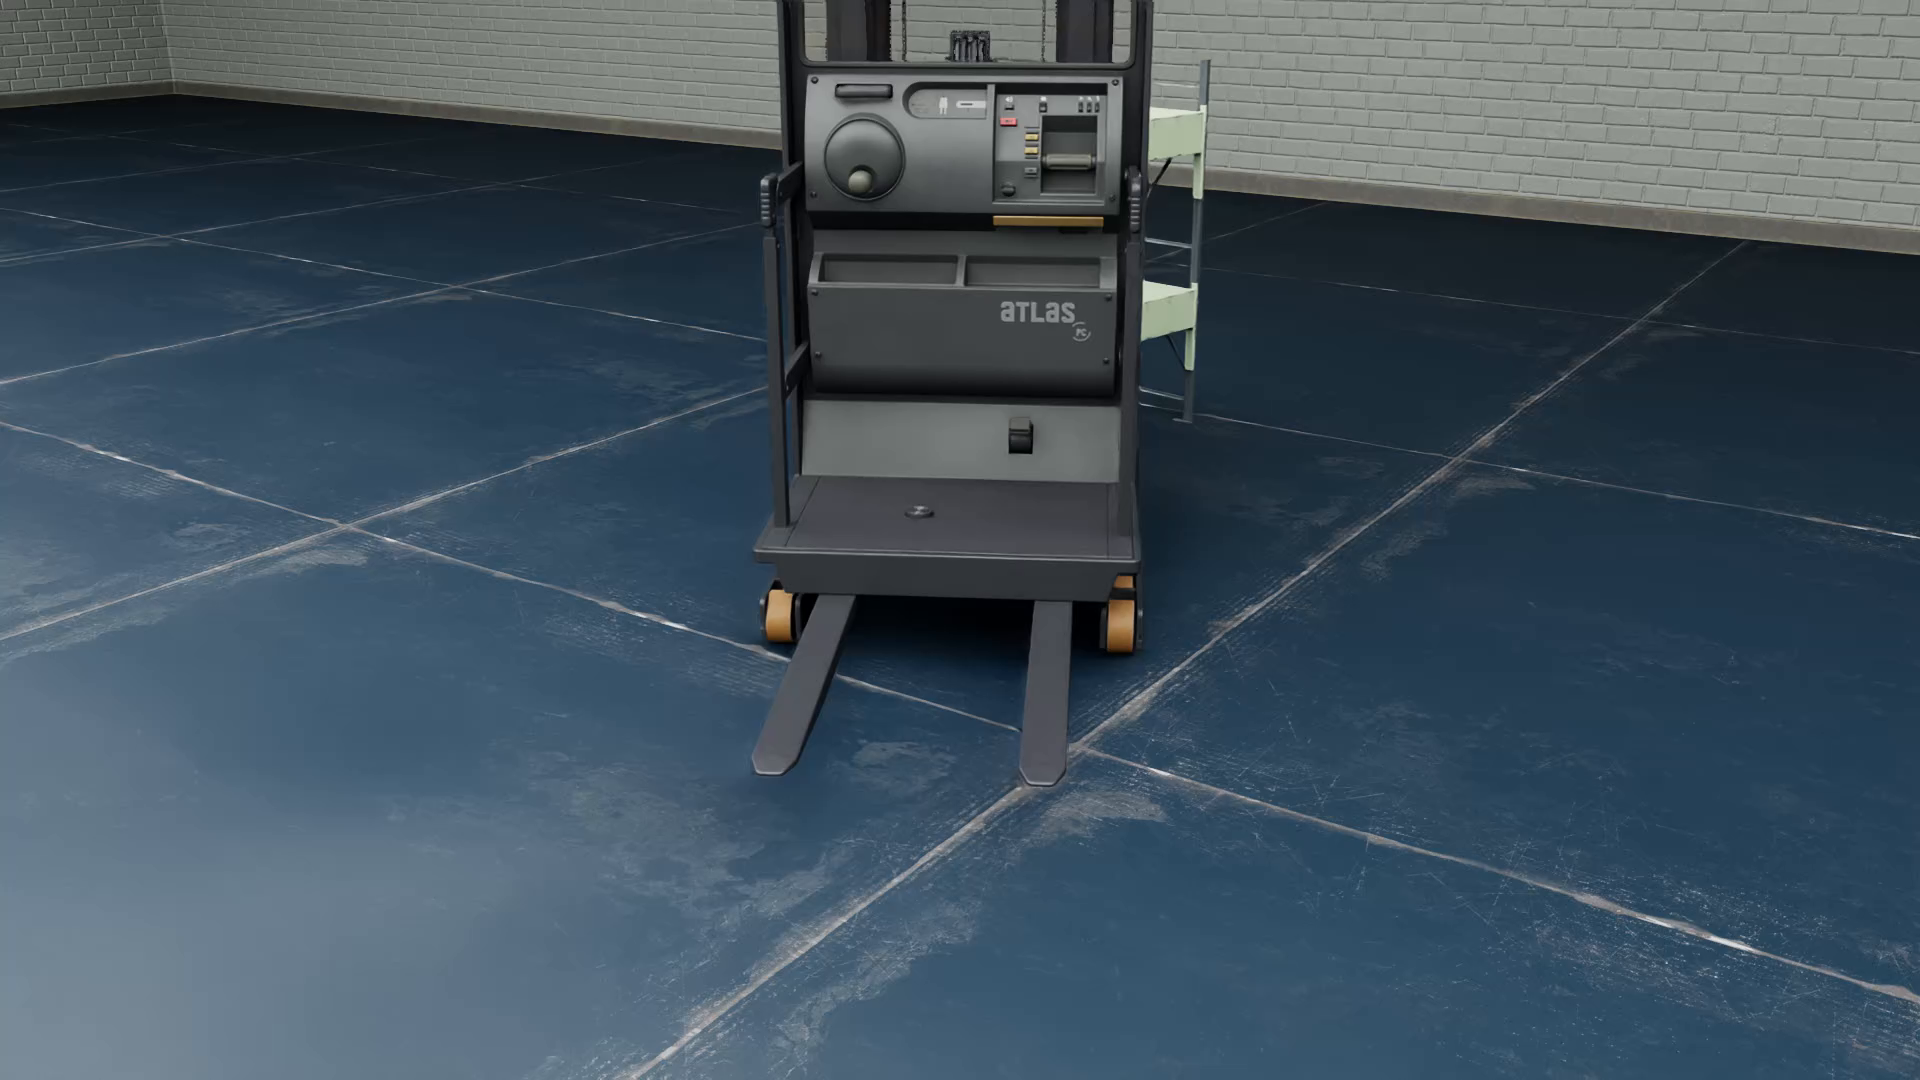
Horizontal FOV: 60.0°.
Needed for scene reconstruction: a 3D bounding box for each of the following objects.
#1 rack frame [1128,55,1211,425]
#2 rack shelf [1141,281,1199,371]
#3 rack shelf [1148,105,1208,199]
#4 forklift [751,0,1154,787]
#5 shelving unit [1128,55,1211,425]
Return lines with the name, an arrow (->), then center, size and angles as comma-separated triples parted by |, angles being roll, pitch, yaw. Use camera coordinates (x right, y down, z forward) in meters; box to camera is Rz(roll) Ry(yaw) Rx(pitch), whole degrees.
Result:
rack frame -> 0.843, -1.247, 6.974 | 0.400, 1.500, 0.023 | 19, 27, 41
rack shelf -> 0.588, -0.850, 6.841 | 0.431, 0.370, 0.720 | 19, 27, 41
rack shelf -> 0.588, -1.522, 6.592 | 0.431, 0.370, 0.720 | 19, 27, 41
forklift -> -0.005, -1.159, 4.673 | 1.130, 2.935, 3.031 | 2, 20, 4
shelving unit -> 0.588, -1.156, 6.727 | 0.431, 1.500, 0.755 | 19, 27, 41
